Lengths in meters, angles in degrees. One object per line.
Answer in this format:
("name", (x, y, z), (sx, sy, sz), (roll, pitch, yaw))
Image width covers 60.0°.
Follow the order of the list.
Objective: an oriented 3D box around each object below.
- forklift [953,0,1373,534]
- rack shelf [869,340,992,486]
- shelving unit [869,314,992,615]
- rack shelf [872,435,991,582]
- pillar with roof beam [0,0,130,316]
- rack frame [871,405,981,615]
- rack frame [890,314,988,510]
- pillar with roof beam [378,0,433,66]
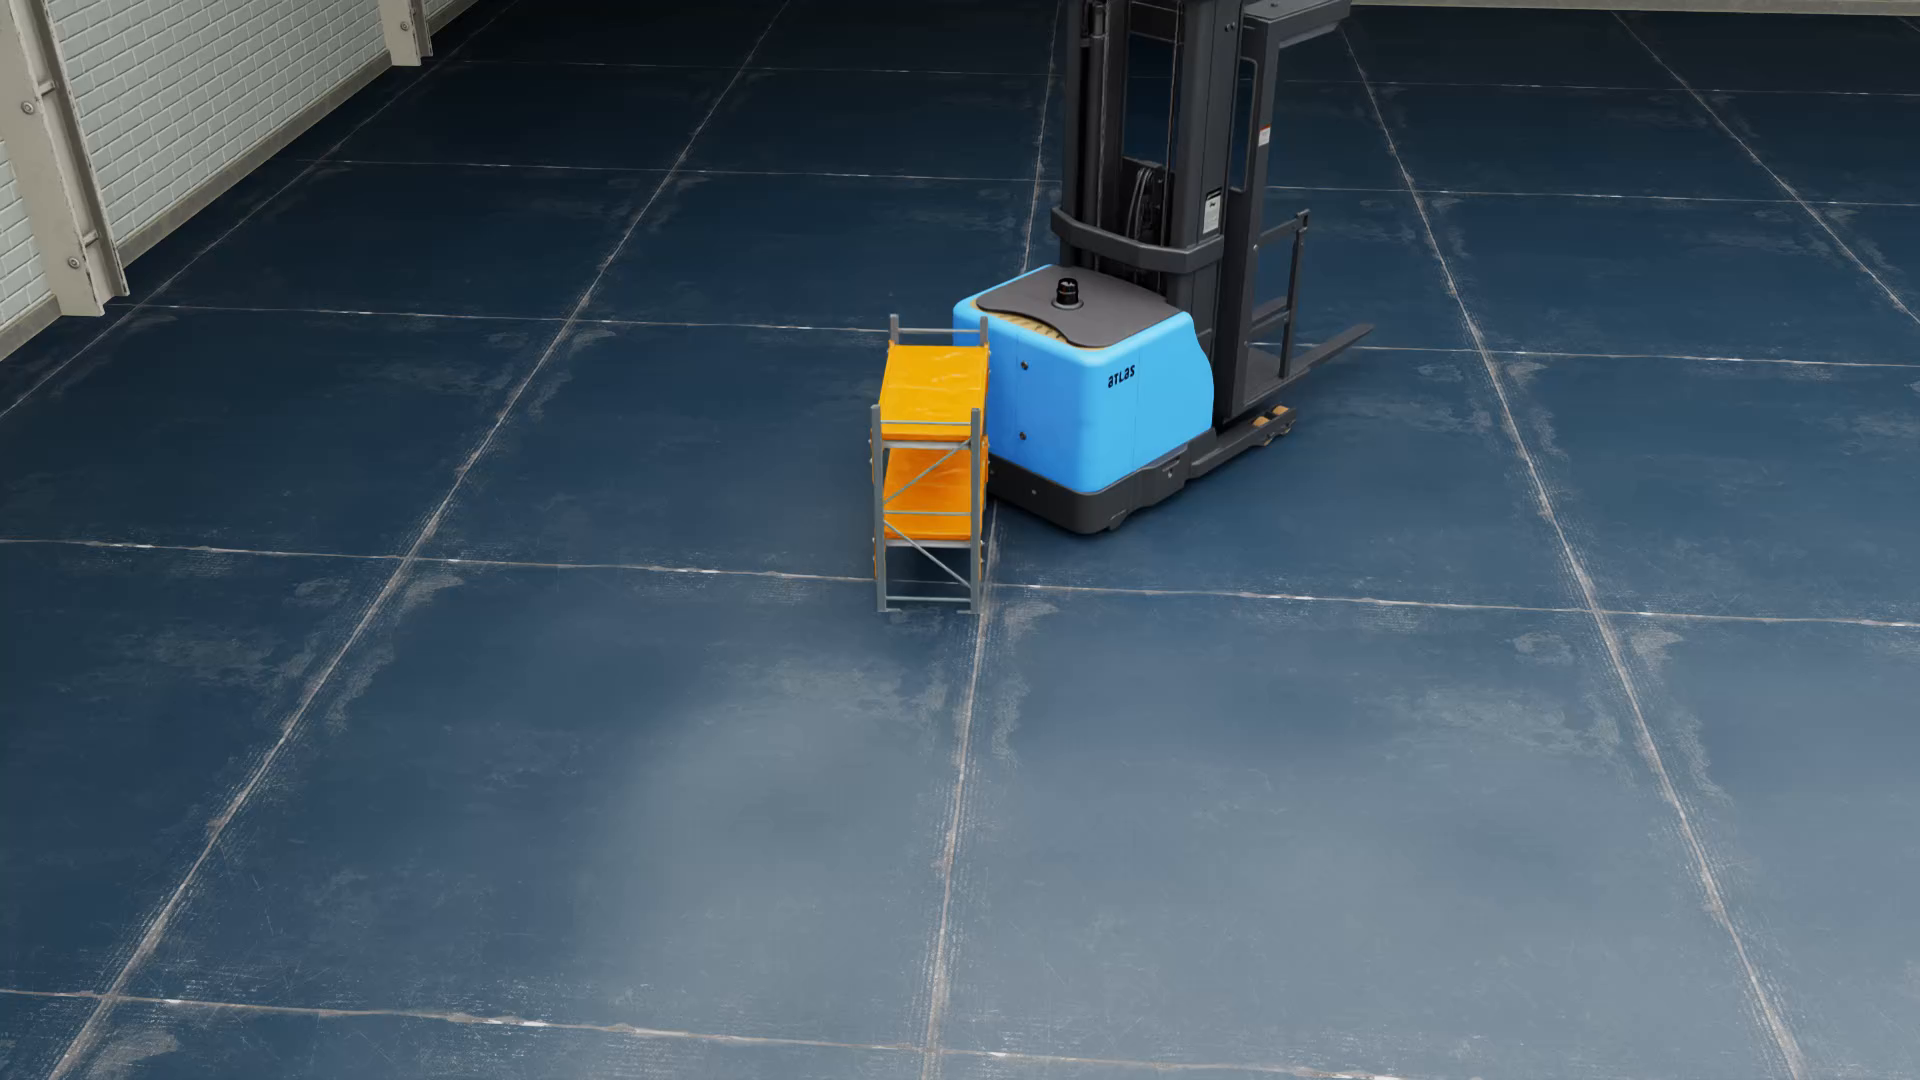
("forklift", (1.328, -1.959, 9.134), (1.130, 2.935, 3.031), (27, 40, 36))
("rack shelf", (-0.131, -0.640, 8.158), (0.538, 0.278, 1.000), (1, 32, 2))
("shelving unit", (-0.131, -0.390, 8.311), (0.538, 1.125, 1.048), (1, 32, 2))
("rack shelf", (-0.131, -0.182, 8.440), (0.538, 0.278, 1.000), (1, 32, 2))
("pillar with roof beam", (-1.630, -5.263, 8.713), (9.100, 9.000, 0.400), (2, 32, 4))
("rack frame", (-0.155, -0.124, 7.879), (0.500, 1.125, 0.032), (1, 32, 2))
("rack frame", (-0.106, -0.657, 8.744), (0.500, 1.125, 0.032), (1, 32, 2))
("pillar with roof beam", (-1.141, -8.400, 13.804), (9.100, 9.000, 0.400), (2, 32, 4))
